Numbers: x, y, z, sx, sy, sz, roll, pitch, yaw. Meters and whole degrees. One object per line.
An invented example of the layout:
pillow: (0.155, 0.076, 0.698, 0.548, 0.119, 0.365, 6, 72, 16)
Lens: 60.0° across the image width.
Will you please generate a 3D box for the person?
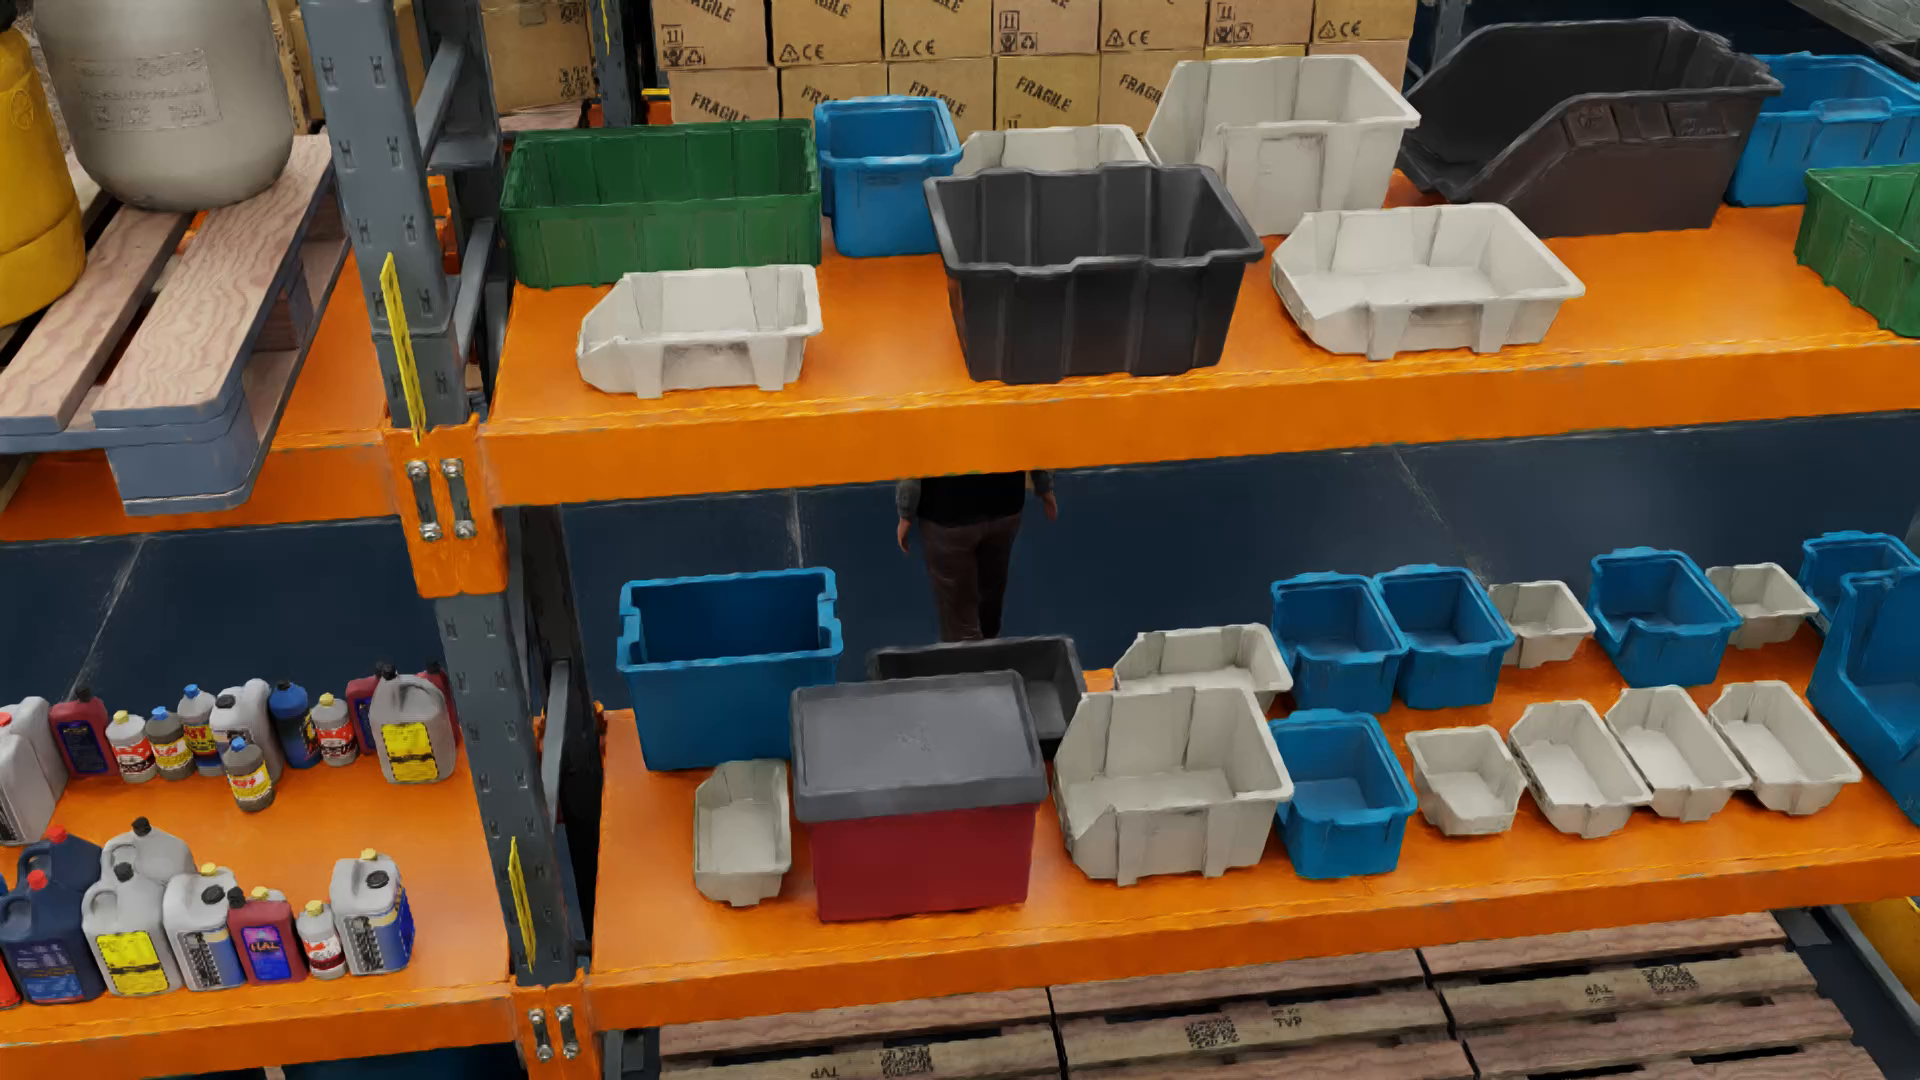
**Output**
person: (0.048, -0.139, 6.356, 0.655, 1.722, 0.630, -15, 37, -21)
